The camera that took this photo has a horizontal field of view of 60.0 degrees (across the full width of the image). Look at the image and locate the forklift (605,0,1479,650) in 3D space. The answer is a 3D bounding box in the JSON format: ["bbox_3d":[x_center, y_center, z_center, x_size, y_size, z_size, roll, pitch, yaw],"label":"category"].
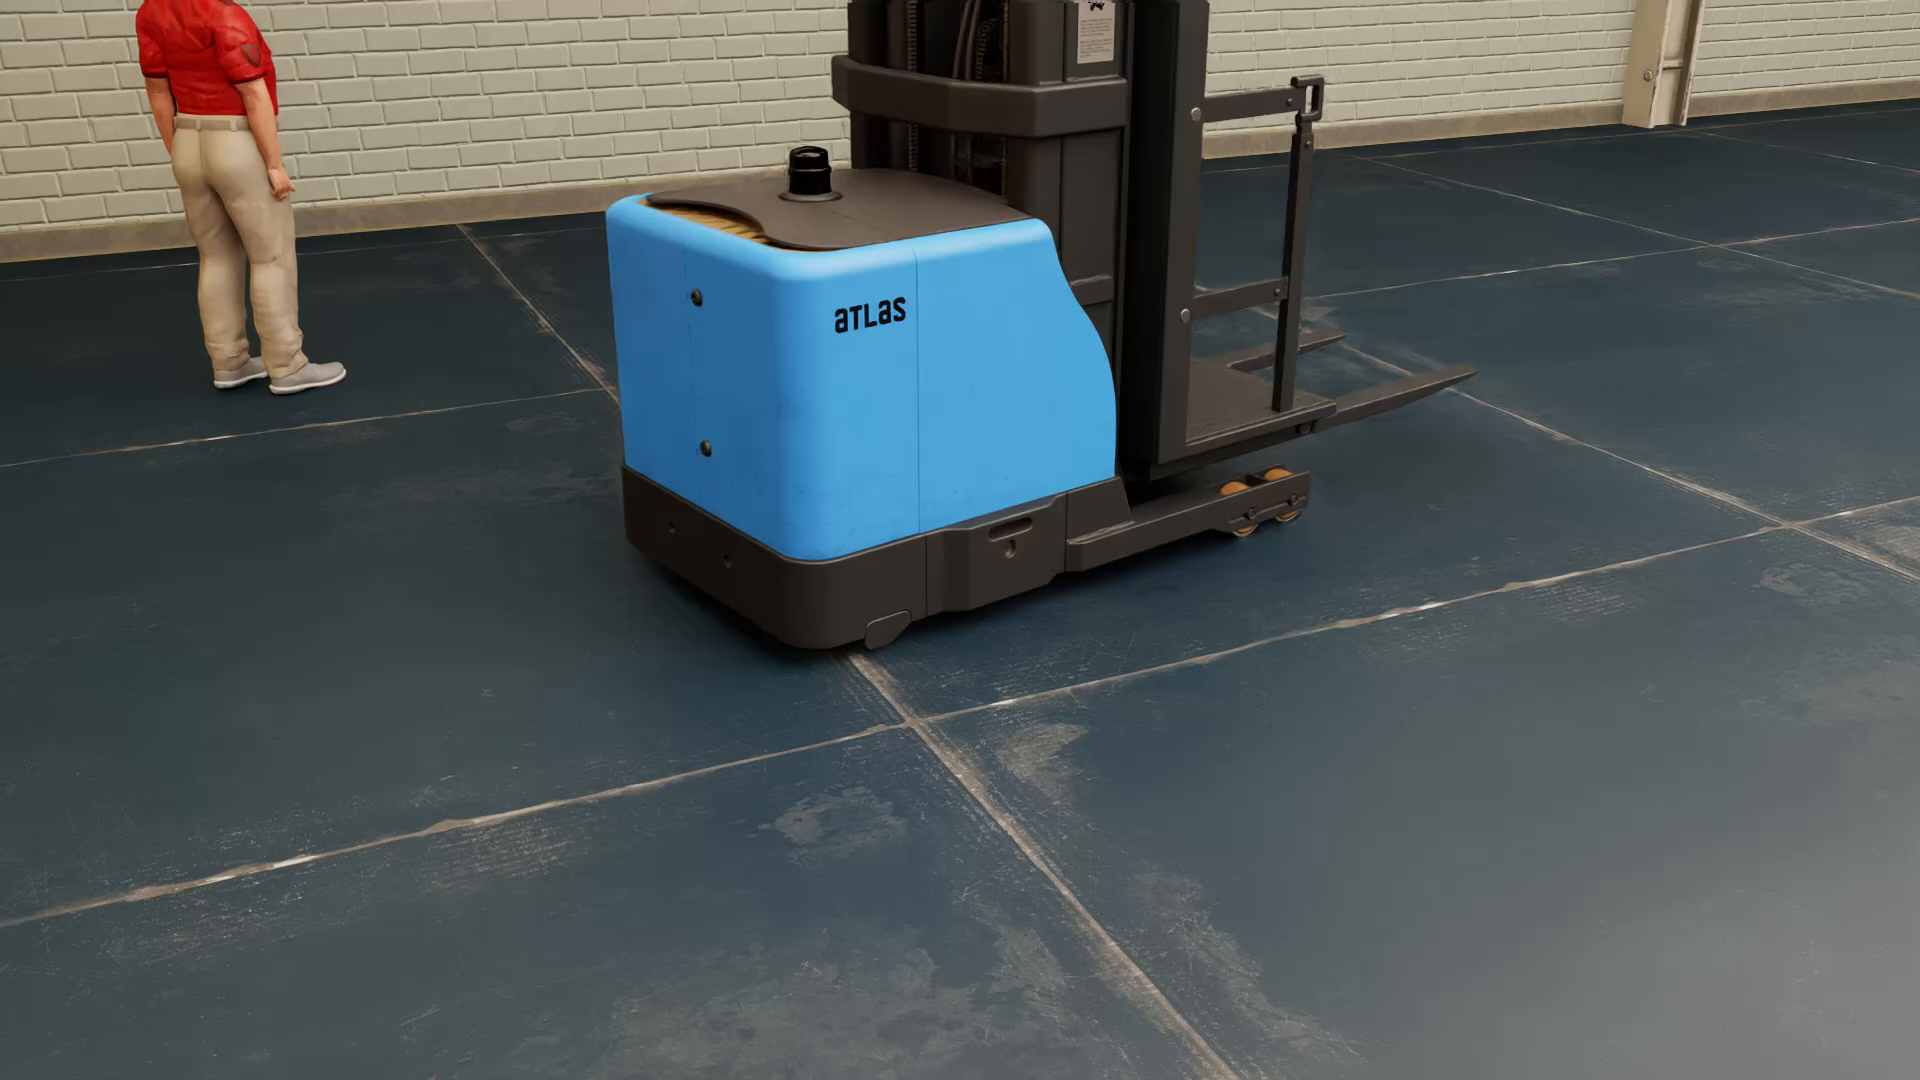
[{"bbox_3d":[0.480,-1.507,4.914,3.031,2.935,1.130,-17,28,-35],"label":"forklift"}]

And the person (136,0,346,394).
[{"bbox_3d":[-2.739,-1.421,6.277,0.524,1.730,0.370,8,24,19],"label":"person"}]
